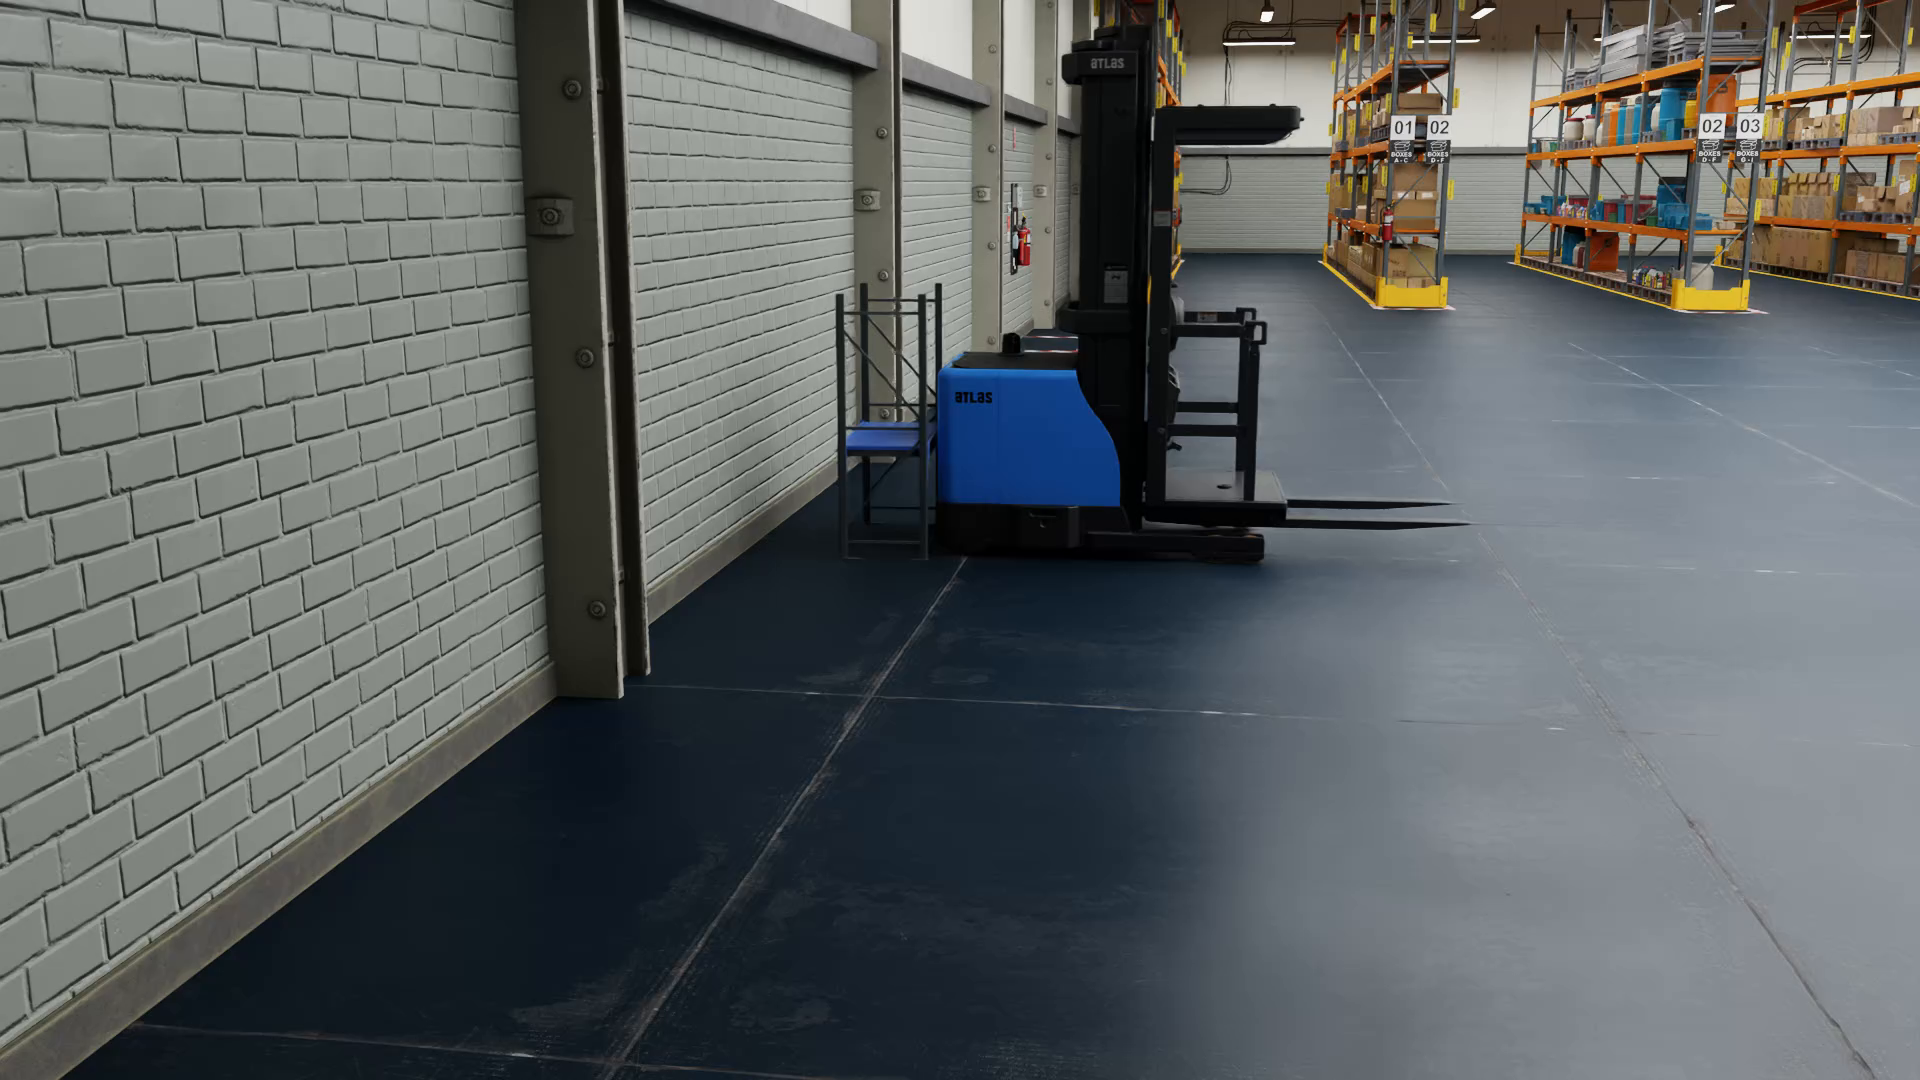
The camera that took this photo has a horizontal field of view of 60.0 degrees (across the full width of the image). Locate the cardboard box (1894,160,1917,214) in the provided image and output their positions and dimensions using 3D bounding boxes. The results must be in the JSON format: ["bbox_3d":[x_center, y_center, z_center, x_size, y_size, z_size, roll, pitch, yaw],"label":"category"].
[{"bbox_3d":[18.456,-6.684,31.468,1.000,1.000,1.000,2,12,9],"label":"cardboard box"}]

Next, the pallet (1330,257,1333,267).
[{"bbox_3d":[9.930,-7.046,42.188,1.003,0.211,1.213,2,12,9],"label":"pallet"}]

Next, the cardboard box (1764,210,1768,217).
[{"bbox_3d":[19.189,-7.695,39.175,0.380,0.149,0.250,2,12,10],"label":"cardboard box"}]

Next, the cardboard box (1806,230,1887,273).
[{"bbox_3d":[18.938,-6.167,35.535,1.225,0.875,0.875,1,12,6],"label":"cardboard box"}]

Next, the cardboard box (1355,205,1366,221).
[{"bbox_3d":[8.694,-6.956,35.360,0.500,0.311,0.500,2,12,8],"label":"cardboard box"}]

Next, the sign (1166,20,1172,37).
[{"bbox_3d":[4.046,-9.913,32.225,0.100,0.325,0.005,2,12,9],"label":"sign"}]

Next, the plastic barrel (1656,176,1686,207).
[{"bbox_3d":[13.660,-6.501,31.848,0.600,0.901,0.708,2,12,9],"label":"plastic barrel"}]

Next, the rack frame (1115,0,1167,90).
[{"bbox_3d":[3.513,-9.439,32.431,1.000,3.000,0.127,2,12,9],"label":"rack frame"}]

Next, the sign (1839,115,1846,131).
[{"bbox_3d":[18.264,-8.635,34.405,0.100,0.325,0.005,2,12,9],"label":"sign"}]

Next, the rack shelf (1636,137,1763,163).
[{"bbox_3d":[12.994,-6.883,29.401,1.077,0.370,4.000,2,12,9],"label":"rack shelf"}]

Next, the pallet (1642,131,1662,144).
[{"bbox_3d":[13.287,-7.406,30.565,1.213,0.211,1.003,2,12,9],"label":"pallet"}]

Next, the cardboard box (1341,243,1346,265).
[{"bbox_3d":[9.089,-6.592,38.349,0.500,0.500,0.500,1,12,7],"label":"cardboard box"}]

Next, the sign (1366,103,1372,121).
[{"bbox_3d":[7.870,-8.235,31.990,0.100,0.325,0.005,2,12,9],"label":"sign"}]

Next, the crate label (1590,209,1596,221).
[{"bbox_3d":[13.482,-6.860,35.104,0.303,0.233,0.416,2,12,9],"label":"crate label"}]

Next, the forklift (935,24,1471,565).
[{"bbox_3d":[1.412,-1.413,9.592,3.031,2.935,1.130,1,12,6],"label":"forklift"}]

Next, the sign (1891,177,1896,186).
[{"bbox_3d":[19.349,-7.369,34.506,0.100,0.325,0.005,2,12,9],"label":"sign"}]

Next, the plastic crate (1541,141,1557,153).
[{"bbox_3d":[14.501,-9.640,40.766,0.437,0.282,0.530,2,12,9],"label":"plastic crate"}]

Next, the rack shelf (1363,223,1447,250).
[{"bbox_3d":[8.100,-5.578,30.465,1.077,0.370,4.000,2,12,9],"label":"rack shelf"}]

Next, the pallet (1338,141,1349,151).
[{"bbox_3d":[9.312,-9.037,38.131,1.213,0.211,1.003,2,12,9],"label":"pallet"}]

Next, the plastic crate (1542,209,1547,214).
[{"bbox_3d":[14.439,-7.987,40.445,0.437,0.125,0.590,2,12,9],"label":"plastic crate"}]

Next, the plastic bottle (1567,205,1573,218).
[{"bbox_3d":[13.906,-7.465,37.805,0.152,0.276,0.135,2,12,9],"label":"plastic bottle"}]

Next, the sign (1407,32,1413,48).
[{"bbox_3d":[9.572,-10.629,35.358,0.100,0.325,0.005,2,12,9],"label":"sign"}]

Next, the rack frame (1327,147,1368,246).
[{"bbox_3d":[10.253,-8.844,43.913,1.000,3.000,0.127,2,12,9],"label":"rack frame"}]

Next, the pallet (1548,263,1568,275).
[{"bbox_3d":[14.372,-6.328,38.855,1.003,0.211,1.213,2,12,9],"label":"pallet"}]

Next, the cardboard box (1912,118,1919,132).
[{"bbox_3d":[18.241,-7.829,31.406,0.396,0.266,0.258,2,12,11],"label":"cardboard box"}]

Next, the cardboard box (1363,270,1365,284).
[{"bbox_3d":[7.955,-5.017,31.682,0.500,0.250,0.500,2,12,9],"label":"cardboard box"}]

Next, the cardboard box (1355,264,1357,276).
[{"bbox_3d":[8.343,-5.515,33.994,0.500,0.250,0.500,2,12,10],"label":"cardboard box"}]

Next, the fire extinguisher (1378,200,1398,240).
[{"bbox_3d":[7.316,-5.466,28.422,0.296,0.674,0.183,2,12,9],"label":"fire extinguisher"}]

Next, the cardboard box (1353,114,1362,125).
[{"bbox_3d":[9.286,-9.401,37.903,0.600,0.600,0.600,1,12,6],"label":"cardboard box"}]

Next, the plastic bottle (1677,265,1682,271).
[{"bbox_3d":[13.487,-4.962,31.141,0.144,0.351,0.185,2,12,7],"label":"plastic bottle"}]

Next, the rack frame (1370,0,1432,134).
[{"bbox_3d":[8.408,-9.279,31.690,1.000,3.000,0.127,2,12,9],"label":"rack frame"}]

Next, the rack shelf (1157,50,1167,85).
[{"bbox_3d":[3.205,-8.669,30.575,1.077,0.370,4.000,2,12,9],"label":"rack shelf"}]

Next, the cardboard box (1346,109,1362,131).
[{"bbox_3d":[9.675,-10.118,40.093,0.700,0.500,0.500,2,12,9],"label":"cardboard box"}]

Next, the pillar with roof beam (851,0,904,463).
[{"bbox_3d":[3.636,-4.893,11.339,9.100,9.000,0.400,2,12,9],"label":"pillar with roof beam"}]

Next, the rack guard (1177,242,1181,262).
[{"bbox_3d":[5.362,-7.787,44.940,1.175,0.500,0.348,2,12,9],"label":"rack guard"}]

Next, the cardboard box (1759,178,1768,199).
[{"bbox_3d":[19.314,-8.337,39.429,0.500,0.500,0.500,2,12,9],"label":"cardboard box"}]

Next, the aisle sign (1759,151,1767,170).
[{"bbox_3d":[20.349,-9.799,42.170,0.394,0.787,0.004,2,12,9],"label":"aisle sign"}]

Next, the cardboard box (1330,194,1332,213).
[{"bbox_3d":[9.851,-8.702,43.014,0.500,0.500,0.500,2,12,8],"label":"cardboard box"}]

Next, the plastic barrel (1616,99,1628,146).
[{"bbox_3d":[13.367,-8.282,32.992,0.600,0.901,0.708,2,12,9],"label":"plastic barrel"}]

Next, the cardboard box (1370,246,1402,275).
[{"bbox_3d":[7.720,-5.071,30.155,0.500,0.500,0.500,2,12,9],"label":"cardboard box"}]

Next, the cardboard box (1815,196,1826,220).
[{"bbox_3d":[18.724,-7.121,35.676,0.500,0.500,0.500,2,12,8],"label":"cardboard box"}]

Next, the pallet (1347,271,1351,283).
[{"bbox_3d":[8.858,-5.646,35.690,1.003,0.211,1.213,2,12,9],"label":"pallet"}]

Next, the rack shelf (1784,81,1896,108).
[{"bbox_3d":[19.119,-9.659,36.110,1.077,0.370,4.000,2,12,9],"label":"rack shelf"}]

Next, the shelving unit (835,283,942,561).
[{"bbox_3d":[-0.397,-0.727,9.805,0.538,1.500,1.048,1,12,4],"label":"shelving unit"}]

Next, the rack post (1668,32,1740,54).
[{"bbox_3d":[12.954,-8.653,28.962,0.937,0.300,0.954,2,12,8],"label":"rack post"}]

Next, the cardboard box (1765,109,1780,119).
[{"bbox_3d":[19.721,-10.238,40.010,0.500,0.250,0.500,1,12,7],"label":"cardboard box"}]

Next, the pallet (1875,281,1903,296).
[{"bbox_3d":[18.314,-4.824,31.875,1.003,0.211,1.213,2,12,9],"label":"pallet"}]

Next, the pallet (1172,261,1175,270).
[{"bbox_3d":[4.699,-6.645,40.327,1.003,0.211,1.213,2,12,9],"label":"pallet"}]

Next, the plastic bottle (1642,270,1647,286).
[{"bbox_3d":[12.672,-4.845,30.760,0.061,0.283,0.133,2,12,11],"label":"plastic bottle"}]
